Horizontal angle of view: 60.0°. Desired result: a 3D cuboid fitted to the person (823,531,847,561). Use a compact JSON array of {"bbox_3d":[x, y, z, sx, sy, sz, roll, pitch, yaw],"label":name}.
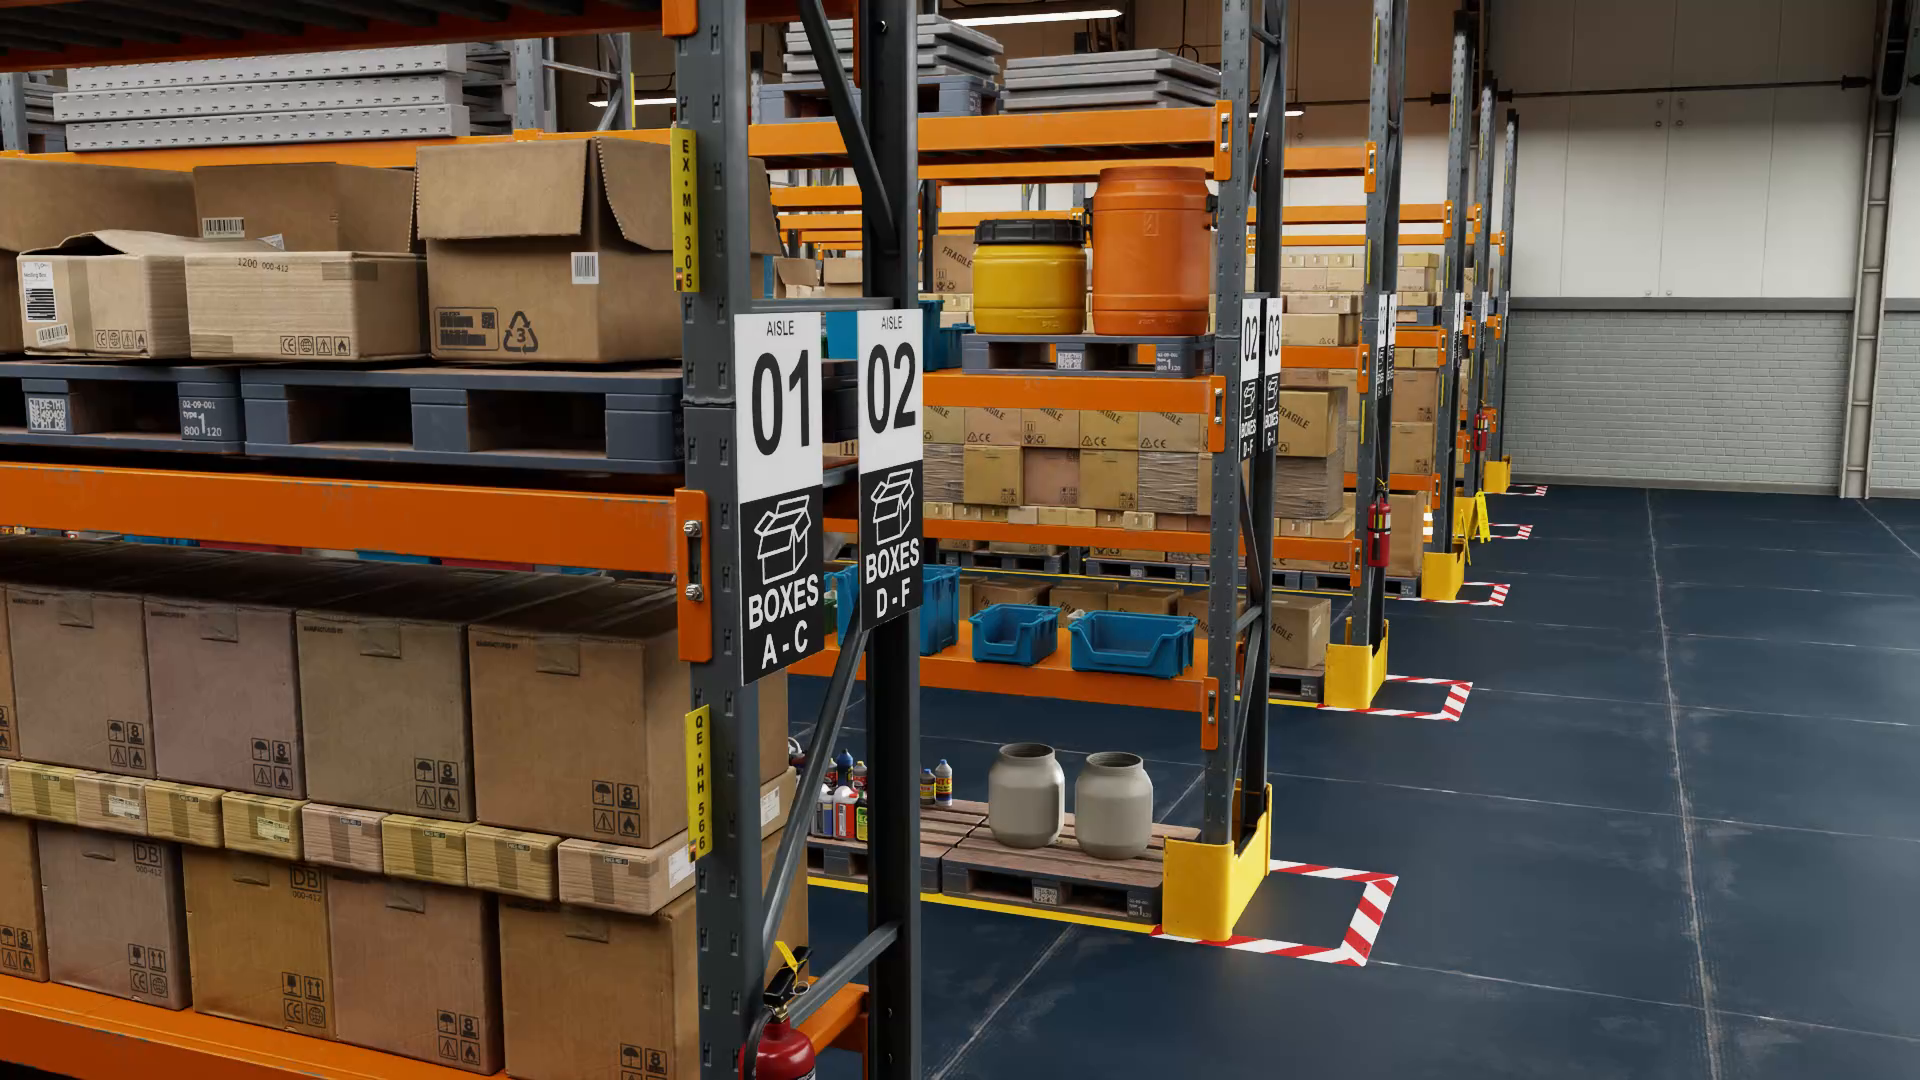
[{"bbox_3d":[-1.390,-0.090,16.670,0.517,1.690,0.561,3,9,20],"label":"person"}]
